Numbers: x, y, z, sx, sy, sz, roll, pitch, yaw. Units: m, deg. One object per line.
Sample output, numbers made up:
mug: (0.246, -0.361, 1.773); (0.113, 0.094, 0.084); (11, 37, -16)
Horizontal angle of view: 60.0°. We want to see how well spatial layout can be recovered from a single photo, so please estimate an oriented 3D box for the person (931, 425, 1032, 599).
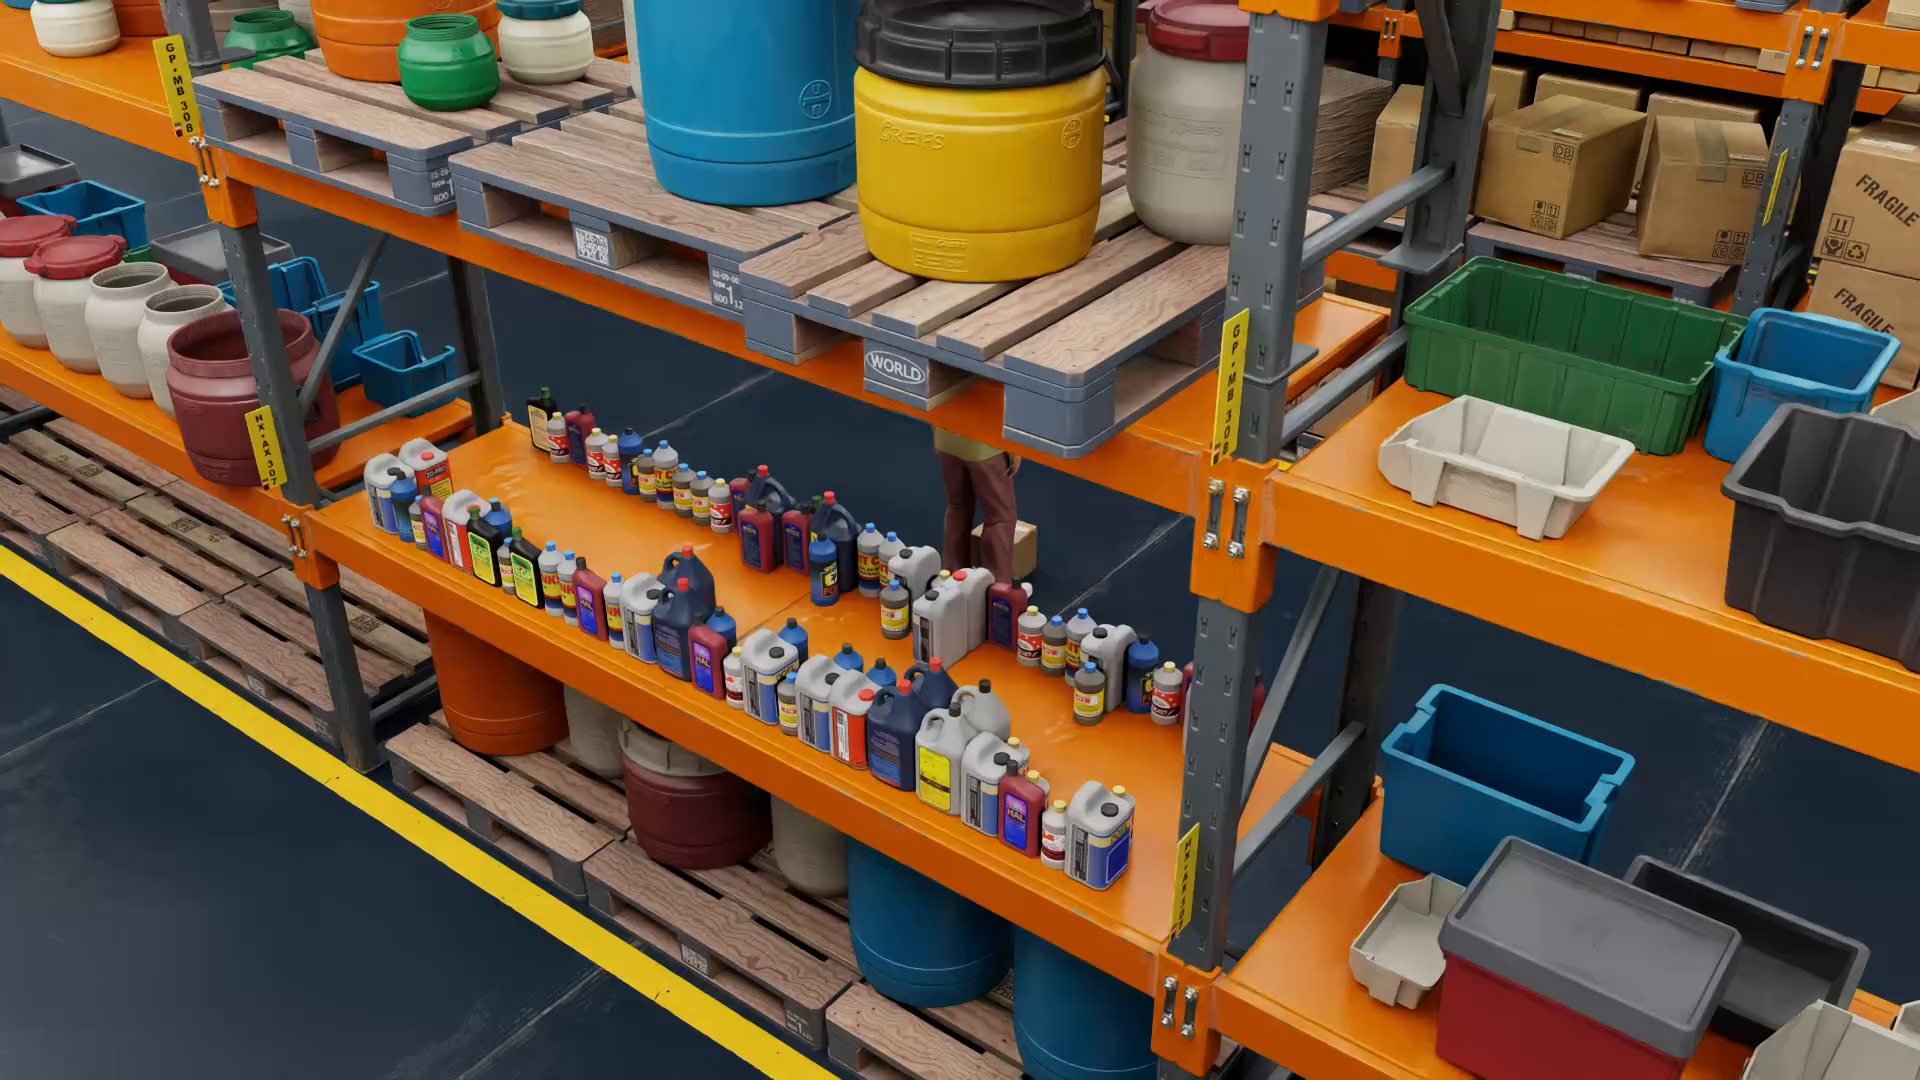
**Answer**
person: (0.076, -0.449, 7.882); (0.499, 1.672, 0.361); (20, 36, 29)
